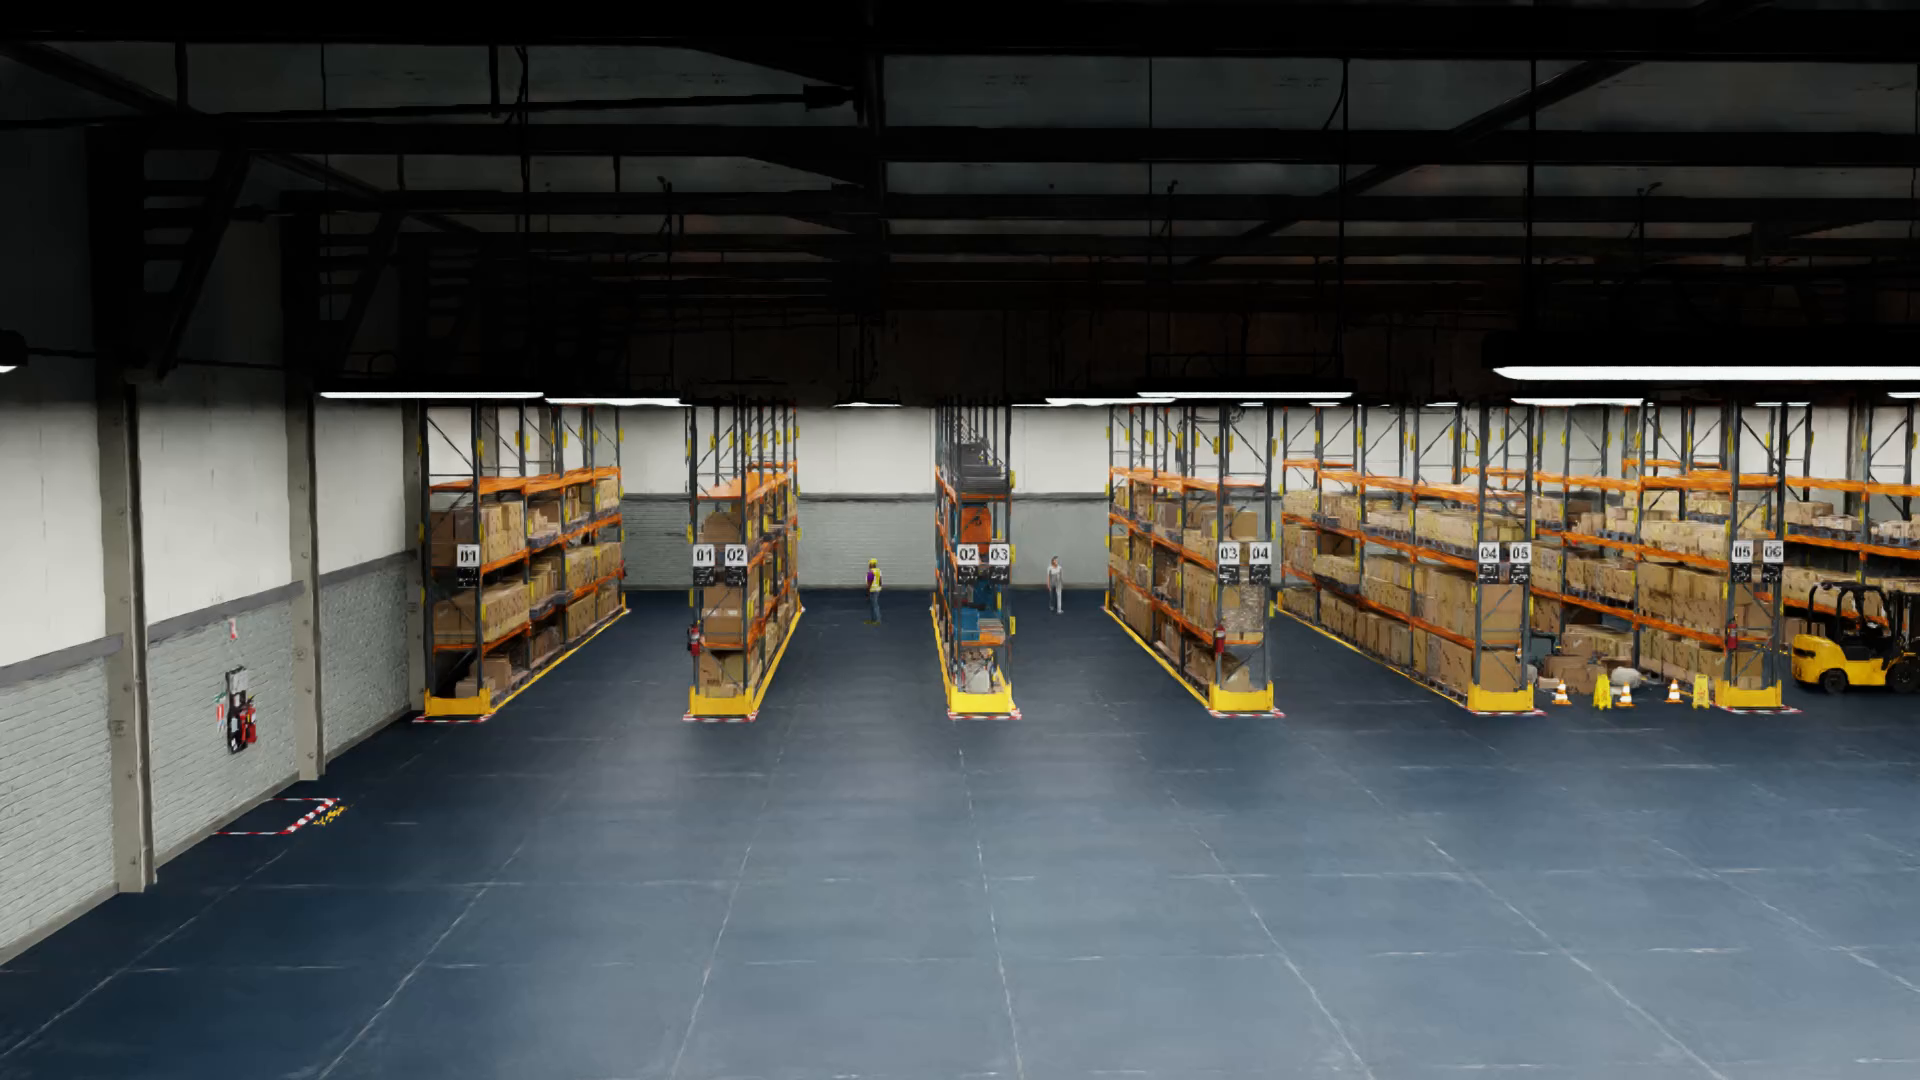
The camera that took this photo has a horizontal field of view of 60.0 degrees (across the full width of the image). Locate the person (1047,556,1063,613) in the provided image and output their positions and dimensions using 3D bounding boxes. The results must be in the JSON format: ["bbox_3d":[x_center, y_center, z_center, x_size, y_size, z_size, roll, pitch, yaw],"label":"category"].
[{"bbox_3d":[2.663,1.232,46.775,0.446,1.590,1.110,0,4,0],"label":"person"}]

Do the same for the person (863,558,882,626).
[{"bbox_3d":[-2.319,1.362,44.074,0.592,1.764,0.687,1,5,17],"label":"person"}]

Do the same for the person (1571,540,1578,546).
[{"bbox_3d":[18.725,0.856,50.728,0.534,1.726,1.038,1,5,7],"label":"person"}]
